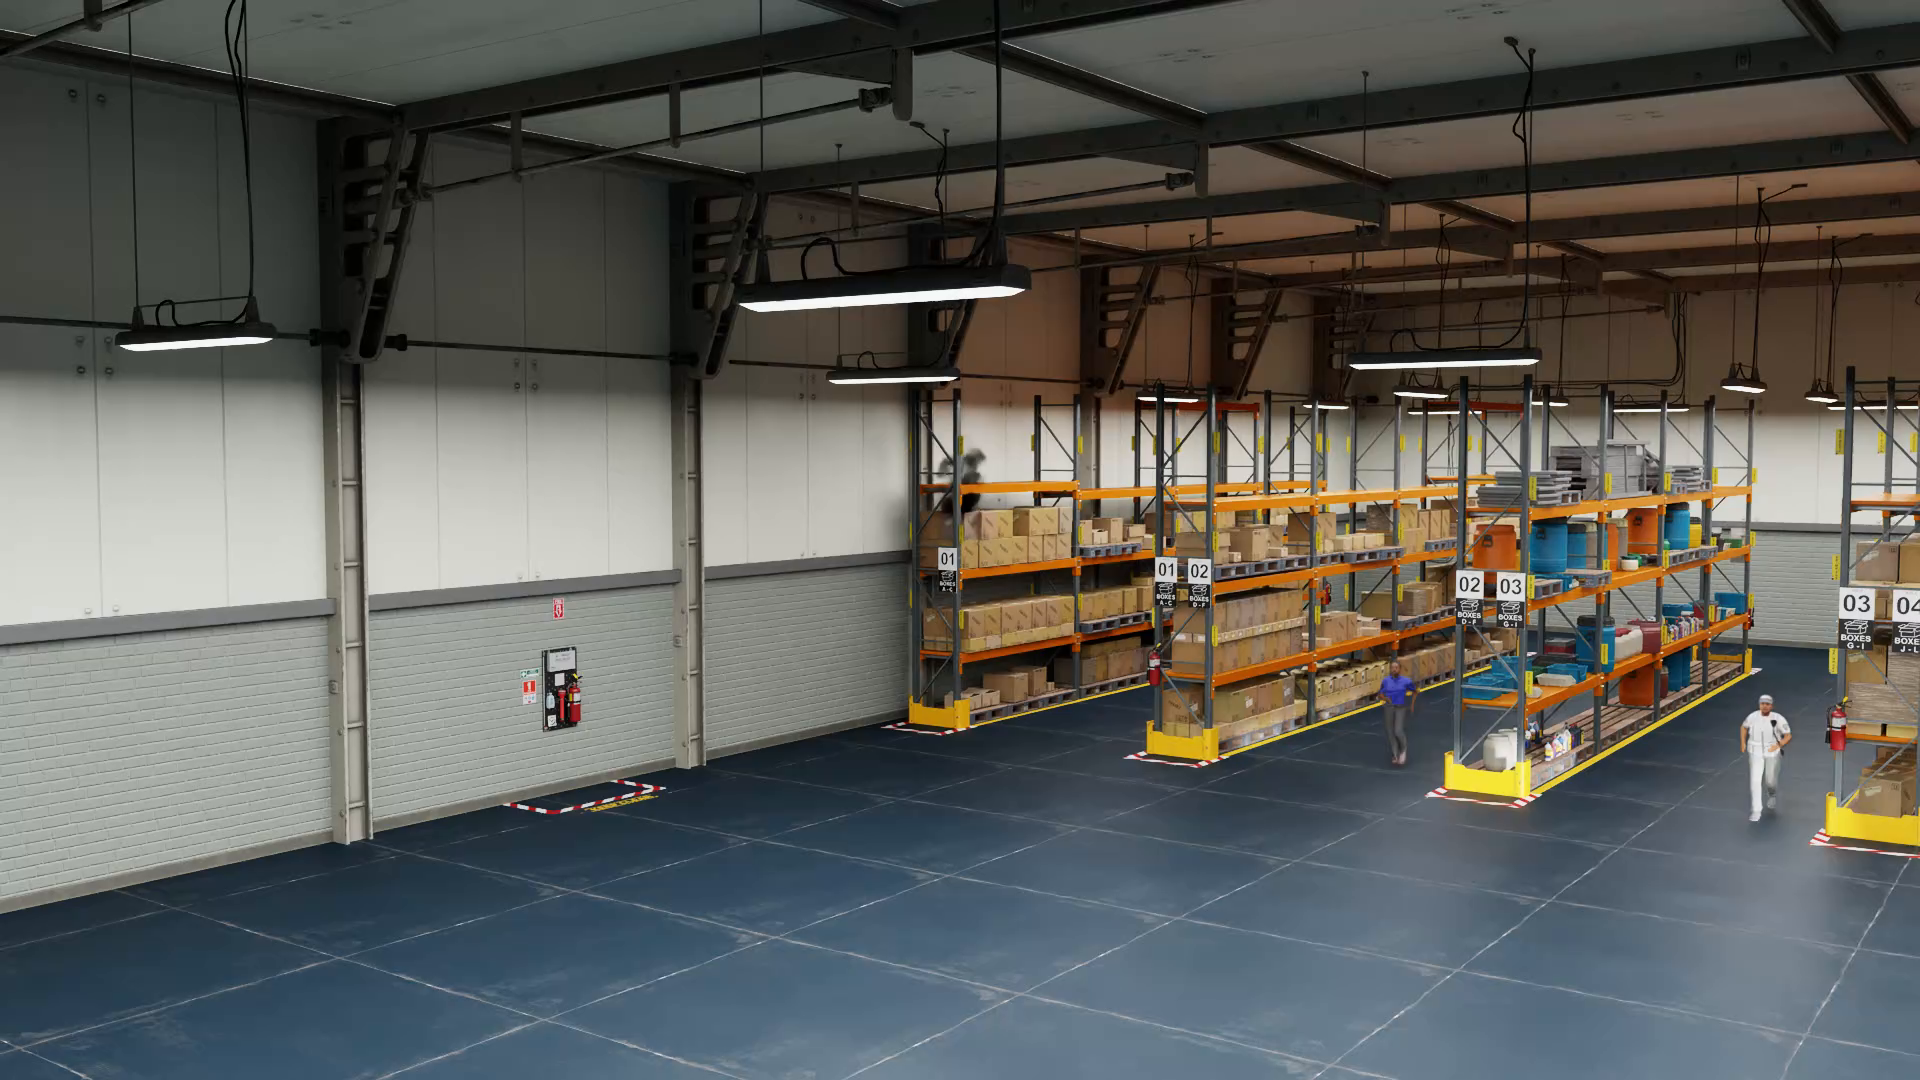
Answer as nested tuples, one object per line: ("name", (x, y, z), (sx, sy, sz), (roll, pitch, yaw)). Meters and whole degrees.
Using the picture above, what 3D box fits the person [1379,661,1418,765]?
("person", (6.802, 2.698, 25.926), (0.549, 1.628, 0.649), (2, 4, 29))

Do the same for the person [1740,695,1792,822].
("person", (10.830, 2.904, 22.385), (0.643, 1.660, 0.898), (2, 4, 33))
